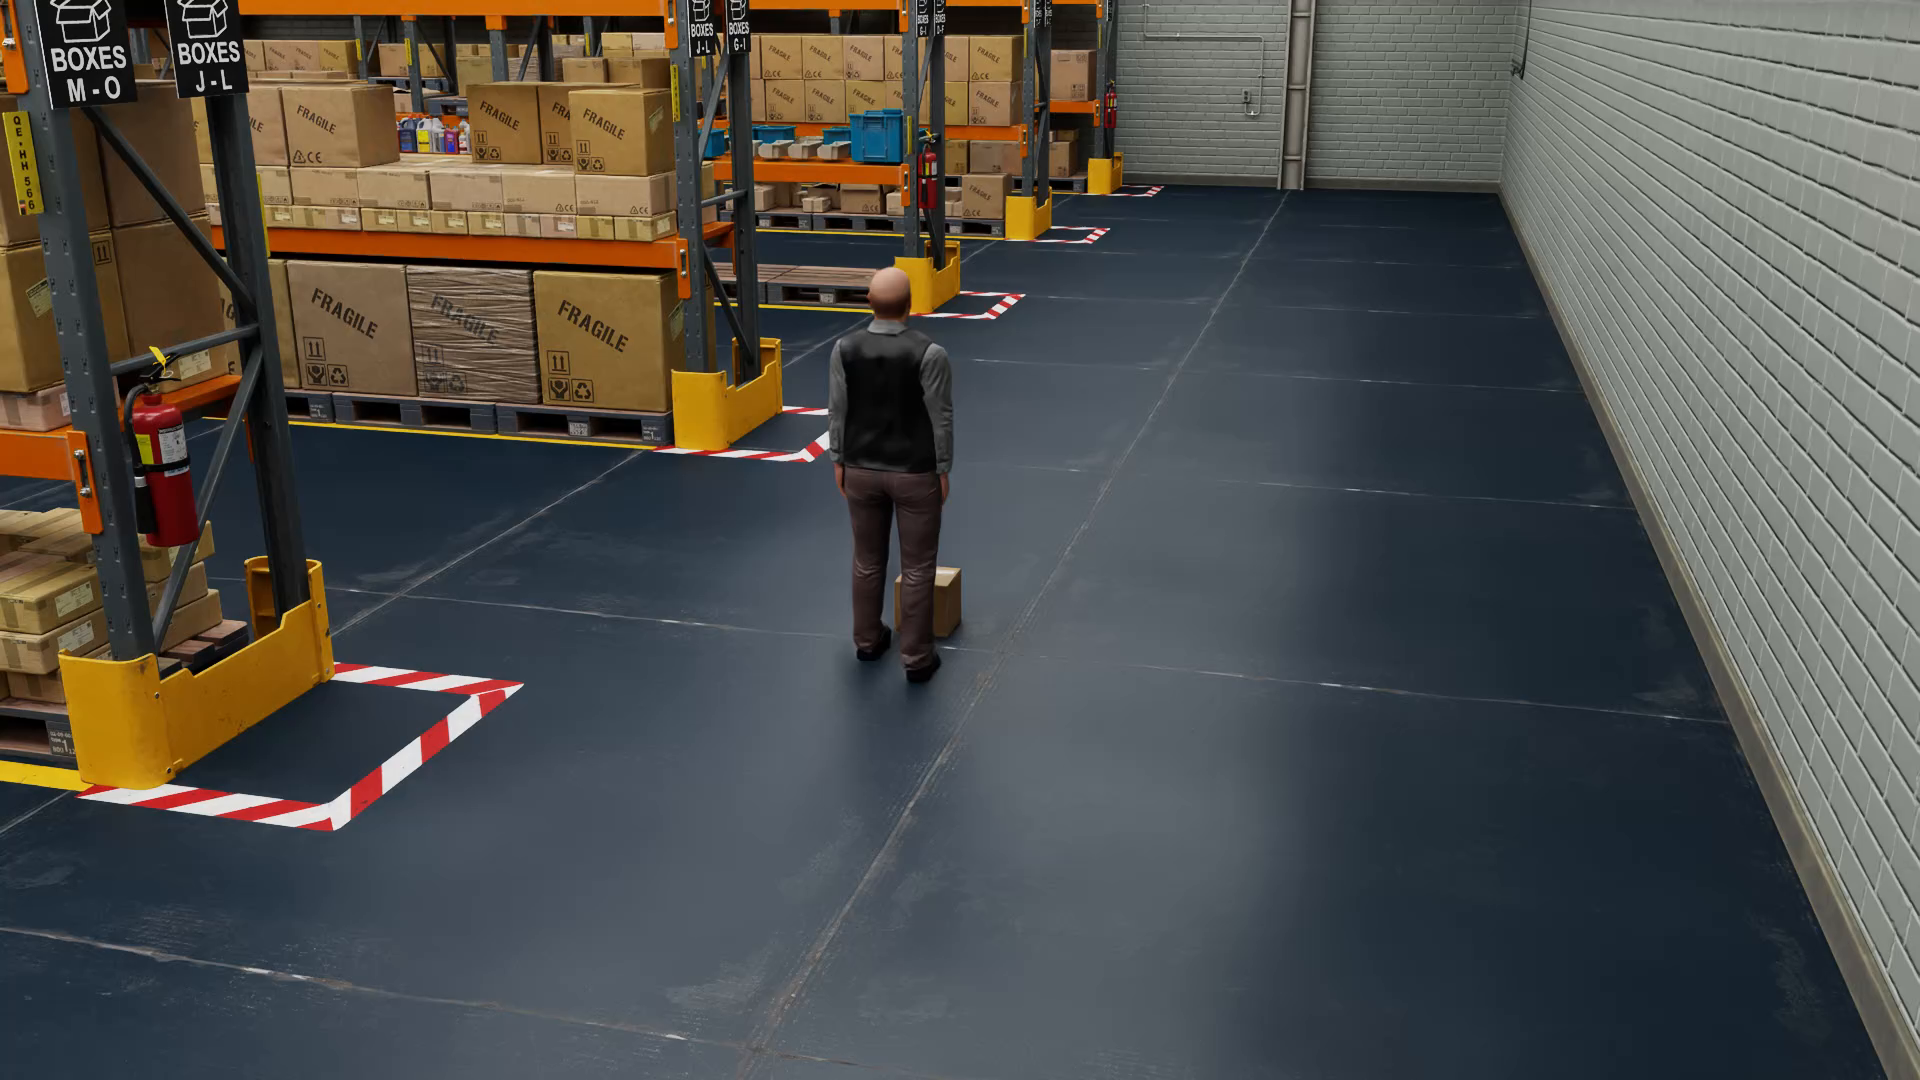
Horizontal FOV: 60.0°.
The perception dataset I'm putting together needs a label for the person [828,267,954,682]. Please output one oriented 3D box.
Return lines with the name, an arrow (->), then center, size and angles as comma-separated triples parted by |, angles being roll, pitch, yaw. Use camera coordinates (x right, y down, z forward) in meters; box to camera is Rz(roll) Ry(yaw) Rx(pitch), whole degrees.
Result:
person -> -0.271, -0.290, 6.983 | 0.540, 1.724, 0.496 | 5, 19, 15
